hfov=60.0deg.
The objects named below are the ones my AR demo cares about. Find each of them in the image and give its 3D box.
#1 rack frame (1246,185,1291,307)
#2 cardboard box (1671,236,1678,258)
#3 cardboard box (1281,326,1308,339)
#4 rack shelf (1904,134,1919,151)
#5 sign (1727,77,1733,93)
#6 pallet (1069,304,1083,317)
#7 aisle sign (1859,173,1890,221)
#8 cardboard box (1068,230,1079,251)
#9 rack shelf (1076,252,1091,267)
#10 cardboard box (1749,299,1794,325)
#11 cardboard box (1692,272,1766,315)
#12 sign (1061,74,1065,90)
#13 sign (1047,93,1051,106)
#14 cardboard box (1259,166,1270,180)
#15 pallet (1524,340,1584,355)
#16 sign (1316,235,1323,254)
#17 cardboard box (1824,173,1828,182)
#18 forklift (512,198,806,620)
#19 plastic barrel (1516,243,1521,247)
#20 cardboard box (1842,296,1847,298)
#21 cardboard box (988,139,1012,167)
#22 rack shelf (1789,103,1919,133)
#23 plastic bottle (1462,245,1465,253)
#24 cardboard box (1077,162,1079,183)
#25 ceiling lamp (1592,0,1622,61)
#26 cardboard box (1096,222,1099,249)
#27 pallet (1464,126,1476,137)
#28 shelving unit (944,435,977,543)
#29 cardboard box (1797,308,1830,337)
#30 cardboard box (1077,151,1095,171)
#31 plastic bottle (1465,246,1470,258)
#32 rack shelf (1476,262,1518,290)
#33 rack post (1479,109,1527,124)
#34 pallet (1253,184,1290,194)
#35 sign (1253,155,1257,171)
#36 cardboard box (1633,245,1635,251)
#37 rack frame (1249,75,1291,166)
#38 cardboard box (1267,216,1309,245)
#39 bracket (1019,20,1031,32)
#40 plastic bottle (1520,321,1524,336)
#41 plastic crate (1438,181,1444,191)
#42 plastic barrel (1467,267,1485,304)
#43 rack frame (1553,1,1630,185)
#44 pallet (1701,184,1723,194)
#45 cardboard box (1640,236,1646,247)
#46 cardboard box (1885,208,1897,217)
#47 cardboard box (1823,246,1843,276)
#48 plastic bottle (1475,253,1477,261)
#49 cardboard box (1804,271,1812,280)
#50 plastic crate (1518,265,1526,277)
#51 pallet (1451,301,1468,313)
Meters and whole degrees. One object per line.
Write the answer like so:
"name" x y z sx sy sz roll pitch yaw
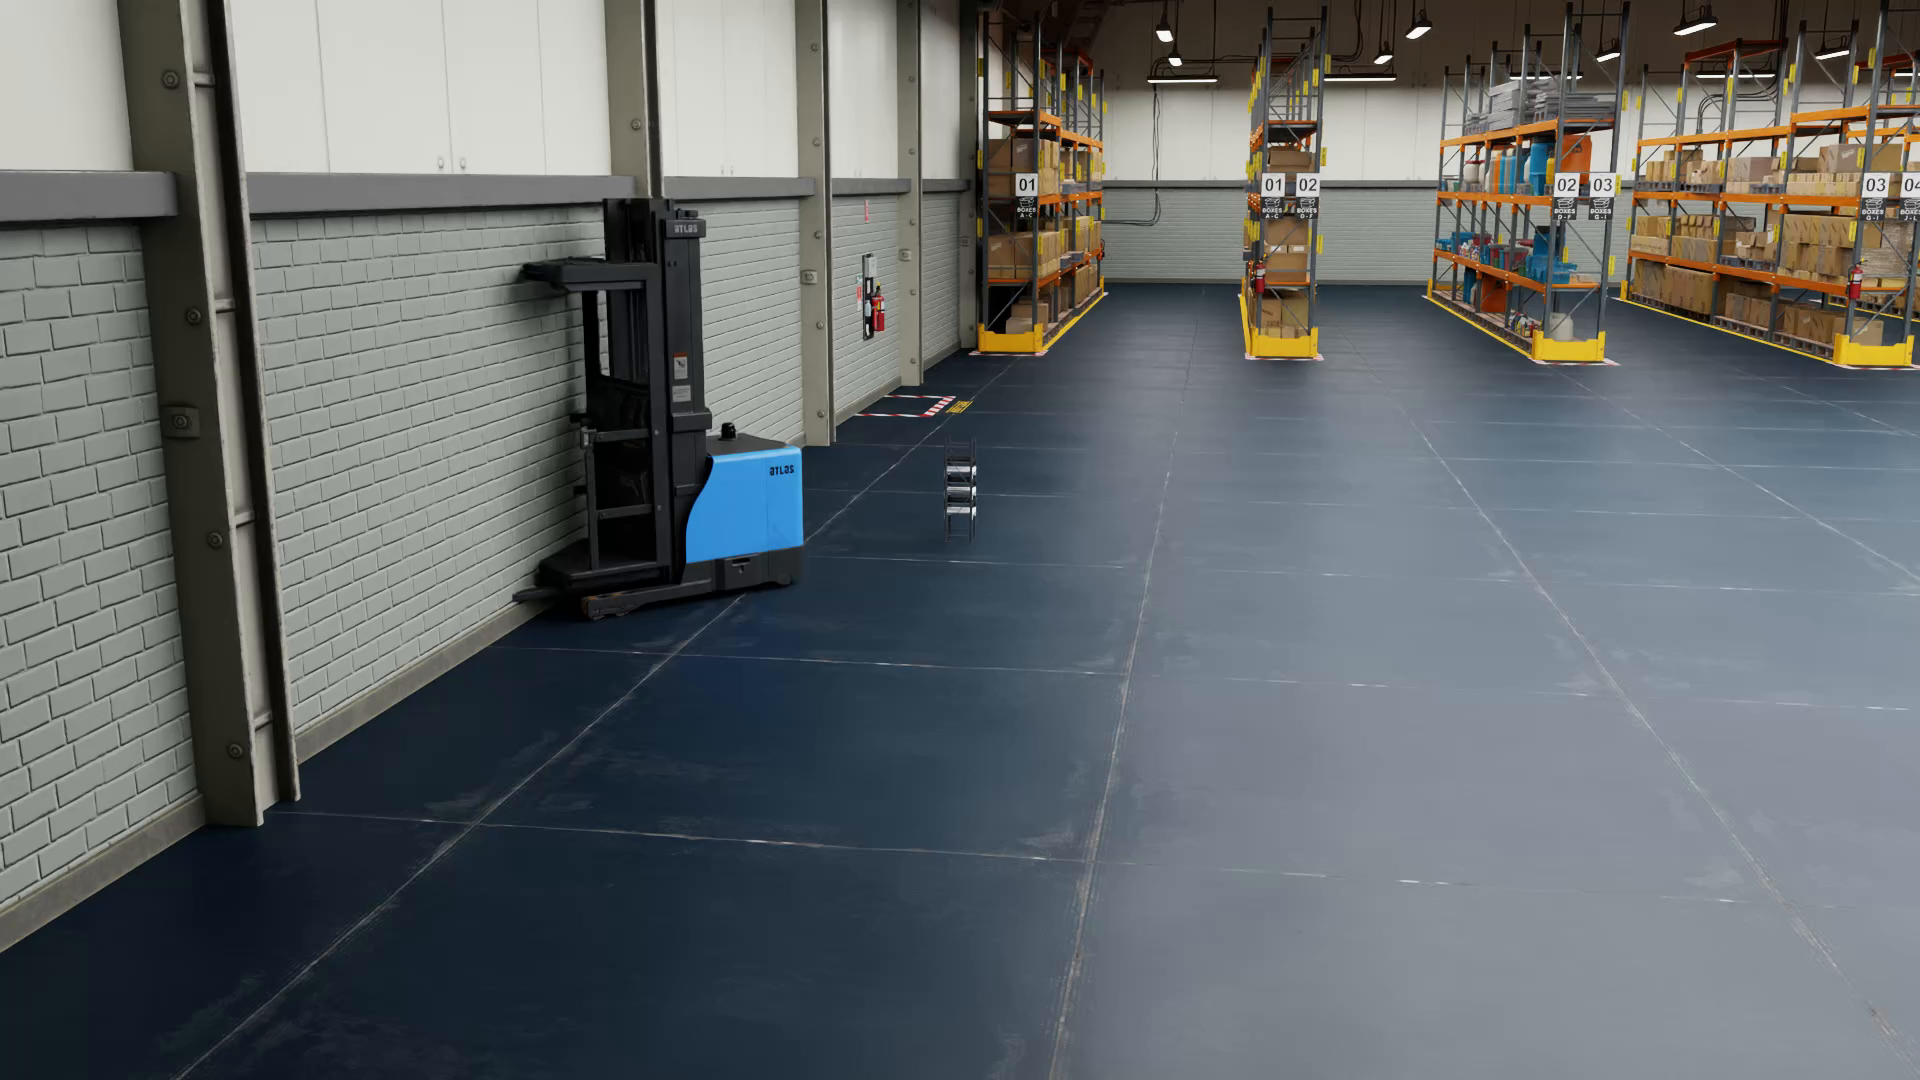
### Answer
"rack frame" 7.656 -7.285 41.176 1.000 3.000 0.127 2 12 9
"cardboard box" 17.127 -6.924 39.266 0.500 0.500 0.500 2 12 9
"cardboard box" 6.113 -3.752 30.315 0.500 0.250 0.500 2 12 9
"rack shelf" 22.022 -8.751 36.394 1.077 0.370 4.000 2 12 9
"sign" 16.280 -9.614 35.153 0.100 0.325 0.005 2 12 9
"pallet" 2.342 -5.410 39.098 1.003 0.211 1.213 2 12 9
"aisle sign" 15.293 -5.733 27.804 0.394 0.787 0.004 2 12 9
"cardboard box" 2.473 -6.909 38.441 0.500 0.500 0.500 2 12 10
"rack shelf" 2.453 -6.677 40.062 1.077 0.370 4.000 2 12 9
"cardboard box" 16.507 -4.633 33.761 0.700 0.500 0.500 1 12 4
"cardboard box" 16.956 -5.440 36.663 1.225 0.875 0.875 1 12 6
"sign" 2.064 -9.186 33.352 0.100 0.325 0.005 2 12 9
"sign" 2.216 -10.934 41.278 0.100 0.325 0.005 2 12 9
"cardboard box" 5.727 -6.702 30.378 0.500 0.250 0.500 2 12 9
"pallet" 10.800 -3.449 29.995 1.003 0.211 1.213 2 12 9
"sign" 6.358 -5.230 29.397 0.100 0.325 0.005 2 12 9
"cardboard box" 15.628 -6.447 29.579 0.380 0.149 0.250 1 12 6
"forklift" -2.681 -0.988 12.119 3.031 2.935 1.130 -9 15 -36
"plastic barrel" 11.923 -6.037 35.120 0.421 0.512 0.421 0 12 0
"cardboard box" 22.410 -6.168 41.765 0.380 0.149 0.250 2 12 9
"cardboard box" 0.723 -7.059 30.348 0.500 0.500 0.500 2 12 11
"rack shelf" 15.906 -7.461 29.468 1.077 0.370 4.000 2 12 9
"plastic bottle" 12.001 -6.877 39.591 0.097 0.271 0.097 0 12 0
"cardboard box" 2.496 -8.877 40.164 0.700 0.500 0.500 2 12 8
"ceiling lamp" 15.187 -12.645 37.954 0.800 3.185 2.000 2 12 9
"cardboard box" 3.207 -8.166 44.551 0.980 0.700 0.700 2 12 8
"pallet" 12.453 -9.595 39.054 1.003 0.211 1.213 2 12 9
"shelving unit" 0.001 -0.442 14.406 0.258 0.900 0.210 2 12 9
"cardboard box" 16.032 -4.080 31.240 0.500 0.500 0.500 6 14 27
"cardboard box" 3.148 -9.598 42.130 0.500 0.500 0.500 2 12 8
"plastic bottle" 11.925 -6.738 38.933 0.152 0.276 0.135 2 12 9
"rack shelf" 11.627 -5.523 34.708 1.077 0.370 4.000 2 12 9
"rack post" 12.006 -9.339 36.646 0.954 0.300 0.937 2 12 9
"pallet" 7.025 -7.682 36.348 1.213 0.211 1.003 2 12 11
"sign" 5.888 -7.508 33.118 0.100 0.325 0.005 2 12 9
"cardboard box" 17.641 -7.556 43.032 0.380 0.149 0.250 2 12 8
"rack frame" 8.272 -11.050 44.408 1.000 3.000 0.127 2 12 9
"cardboard box" 5.903 -5.578 29.938 0.700 0.500 0.500 2 12 9
"bracket" 1.378 -10.964 35.463 0.235 0.232 0.430 2 12 9
"plastic bottle" 10.641 -3.986 31.291 0.152 0.276 0.135 2 12 7
"plastic crate" 12.831 -9.288 43.660 0.497 0.269 0.590 2 12 9
"plastic barrel" 12.341 -6.043 39.398 0.600 0.901 0.708 2 12 9
"rack frame" 10.705 -7.558 28.205 1.000 3.000 0.127 2 12 9
"pallet" 16.876 -7.640 36.154 1.213 0.211 1.003 2 12 11
"cardboard box" 17.565 -7.564 42.121 0.500 0.250 0.500 1 12 7
"cardboard box" 22.135 -7.571 39.188 0.500 0.500 0.500 1 12 7
"cardboard box" 15.669 -4.881 29.079 0.875 0.500 0.500 2 12 9
"plastic bottle" 11.662 -6.384 37.466 0.097 0.201 0.097 0 12 0
"cardboard box" 15.666 -4.827 30.369 0.380 0.149 0.250 2 12 9
"plastic crate" 10.832 -5.081 31.454 0.450 0.188 0.662 2 12 9
"pallet" 12.390 -5.601 39.983 1.003 0.211 1.213 2 12 9
